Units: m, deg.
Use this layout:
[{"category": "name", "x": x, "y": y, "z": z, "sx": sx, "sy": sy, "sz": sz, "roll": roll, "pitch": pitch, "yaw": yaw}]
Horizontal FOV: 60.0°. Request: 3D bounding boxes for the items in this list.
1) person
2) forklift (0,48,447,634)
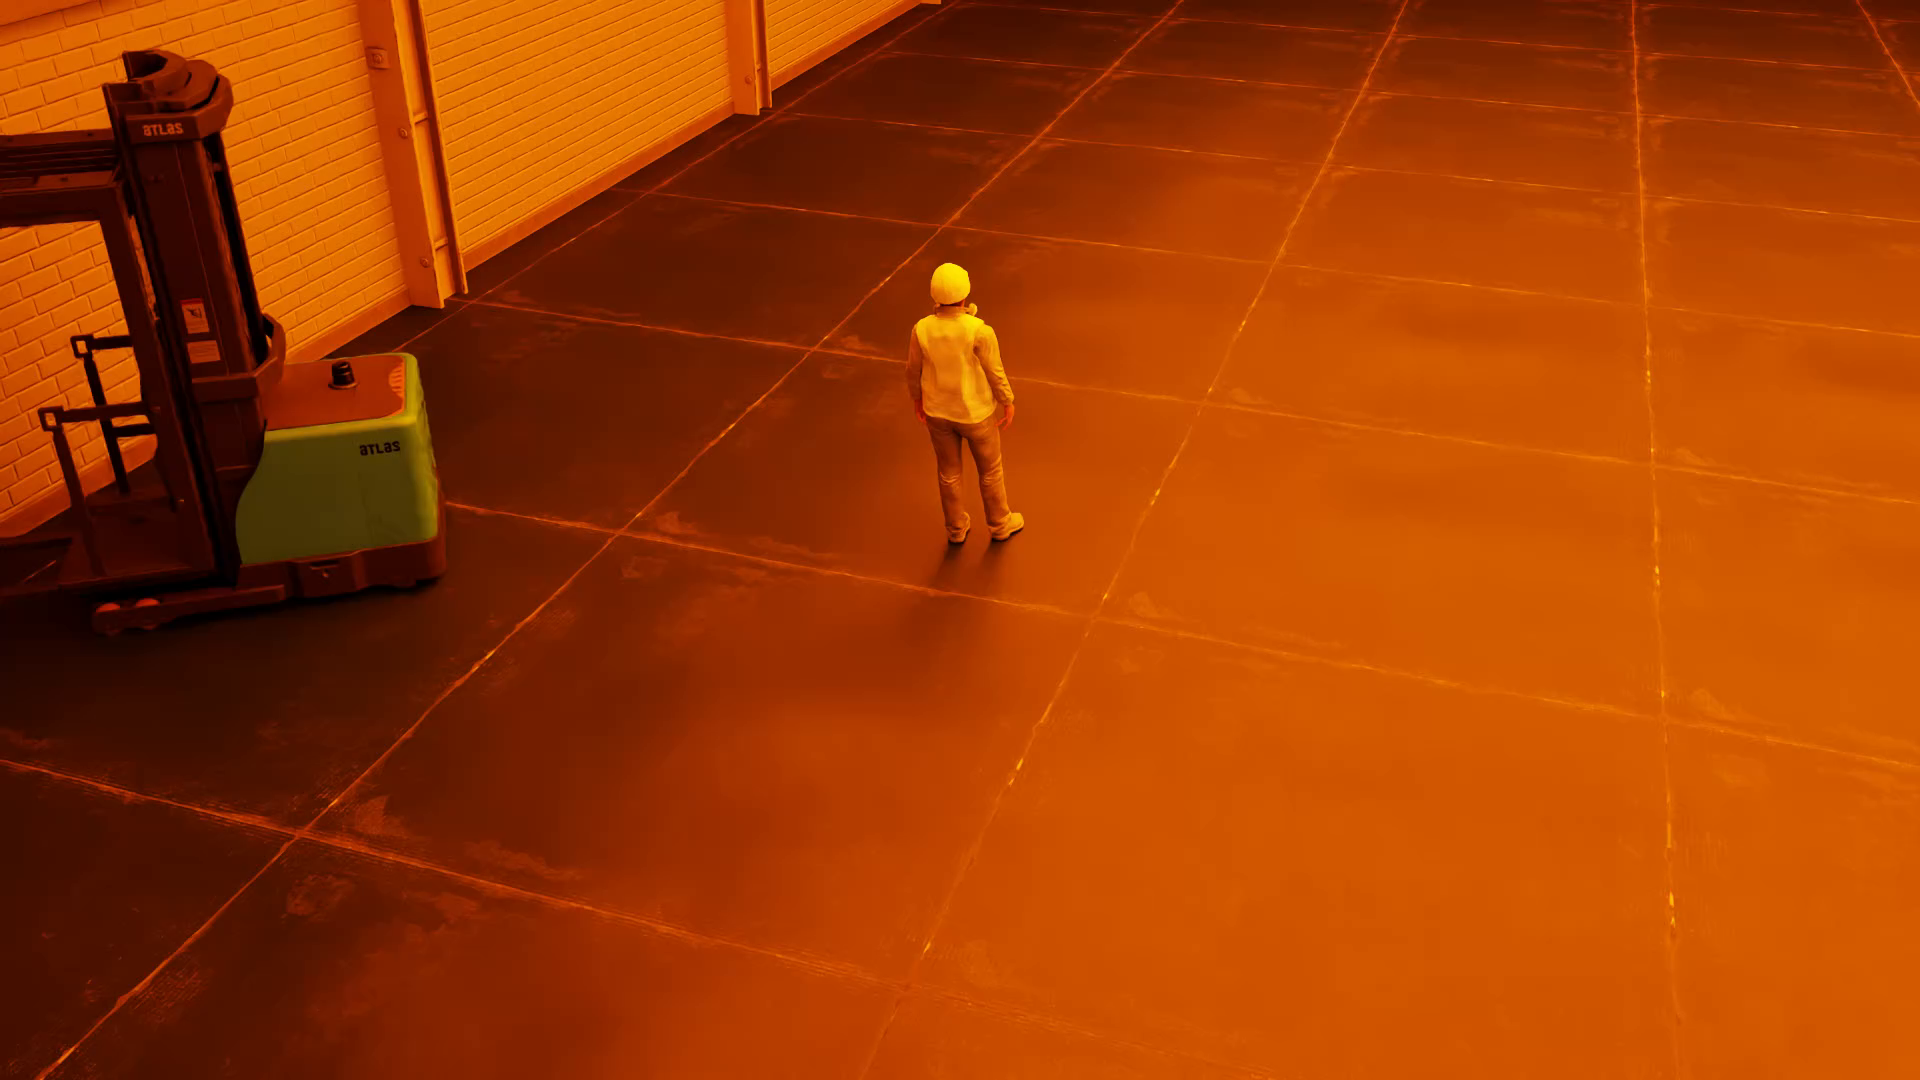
[{"category": "person", "x": 0.028, "y": -0.805, "z": 9.701, "sx": 0.632, "sy": 1.773, "sz": 0.568, "roll": 10, "pitch": 31, "yaw": 16}, {"category": "forklift", "x": -4.556, "y": -1.044, "z": 8.969, "sx": 3.031, "sy": 2.935, "sz": 1.130, "roll": -8, "pitch": 31, "yaw": -14}]
